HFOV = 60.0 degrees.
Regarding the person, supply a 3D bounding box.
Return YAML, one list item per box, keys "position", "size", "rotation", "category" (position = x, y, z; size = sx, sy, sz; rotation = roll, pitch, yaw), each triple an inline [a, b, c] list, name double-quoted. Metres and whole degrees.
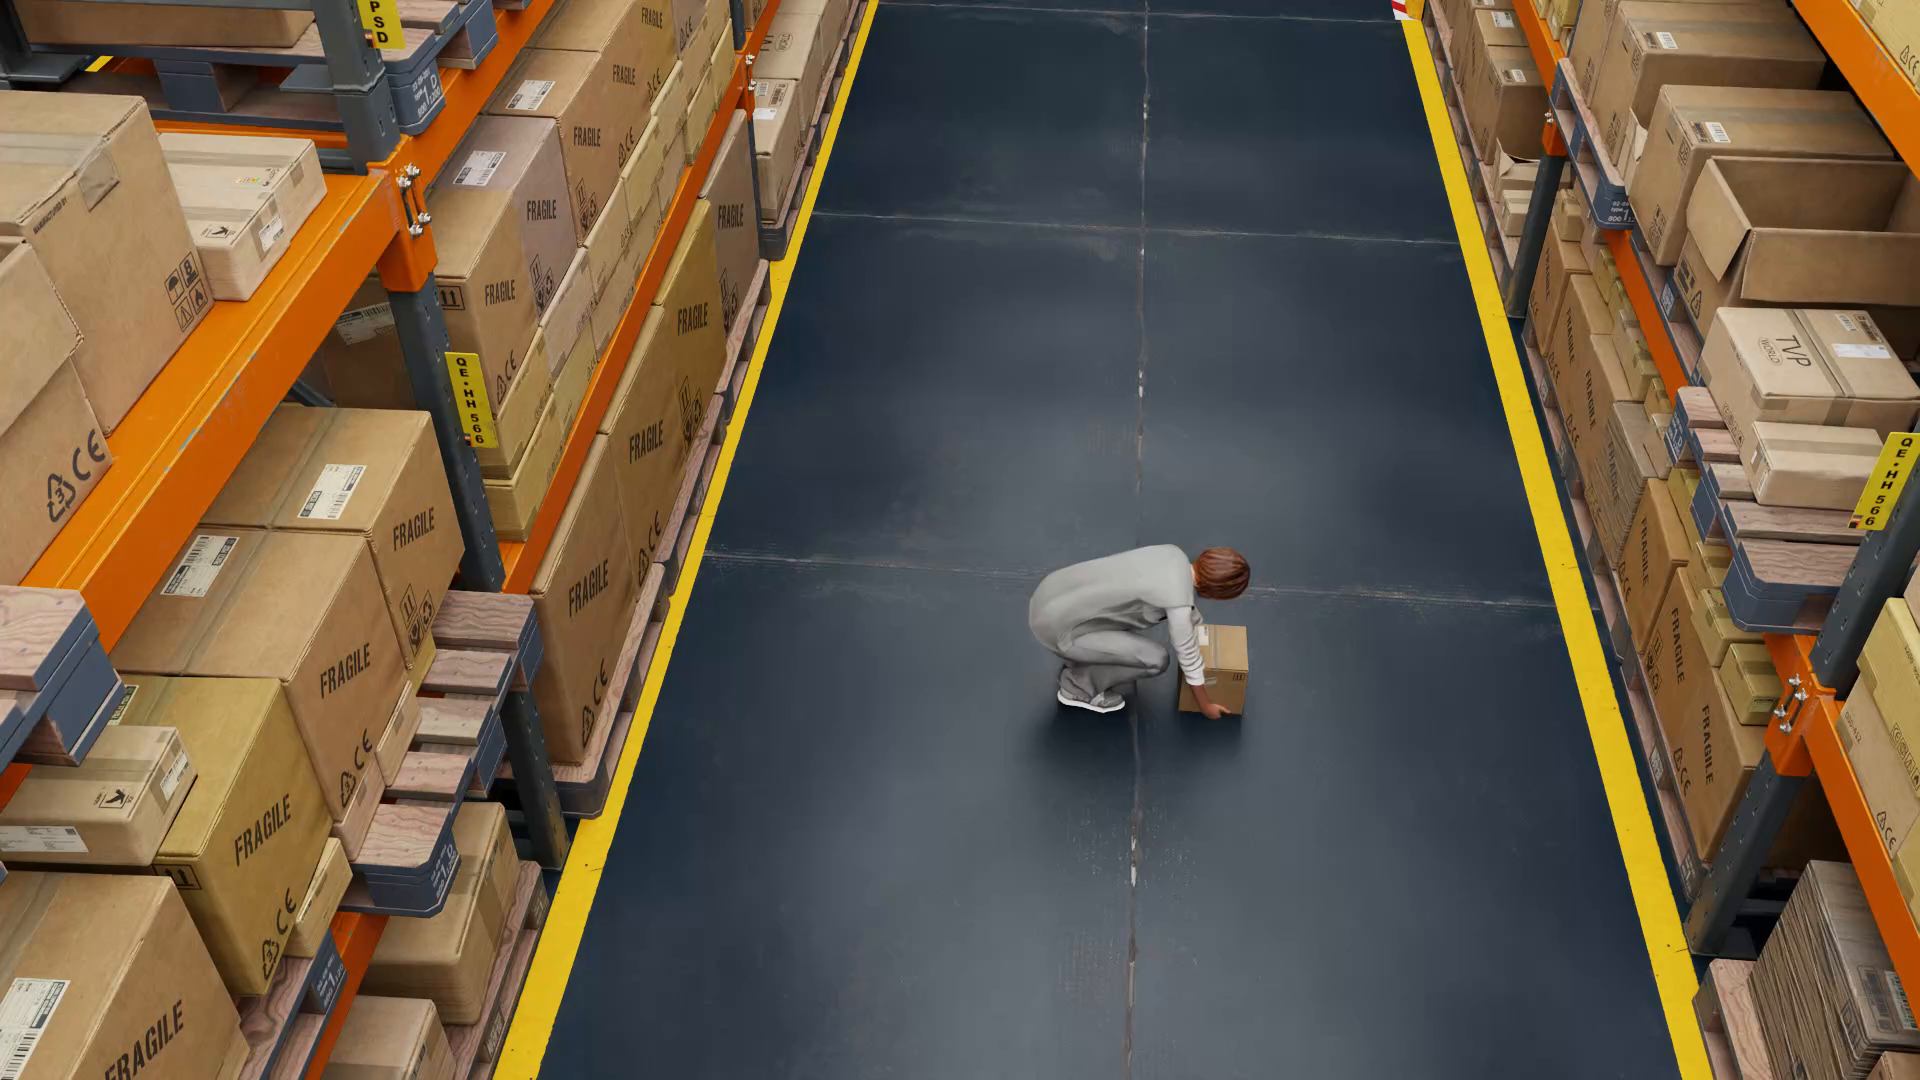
- position: [0.684, 0.345, 6.507]
  size: [0.839, 0.756, 0.431]
  rotation: [3, 41, 3]
  category: "person"
